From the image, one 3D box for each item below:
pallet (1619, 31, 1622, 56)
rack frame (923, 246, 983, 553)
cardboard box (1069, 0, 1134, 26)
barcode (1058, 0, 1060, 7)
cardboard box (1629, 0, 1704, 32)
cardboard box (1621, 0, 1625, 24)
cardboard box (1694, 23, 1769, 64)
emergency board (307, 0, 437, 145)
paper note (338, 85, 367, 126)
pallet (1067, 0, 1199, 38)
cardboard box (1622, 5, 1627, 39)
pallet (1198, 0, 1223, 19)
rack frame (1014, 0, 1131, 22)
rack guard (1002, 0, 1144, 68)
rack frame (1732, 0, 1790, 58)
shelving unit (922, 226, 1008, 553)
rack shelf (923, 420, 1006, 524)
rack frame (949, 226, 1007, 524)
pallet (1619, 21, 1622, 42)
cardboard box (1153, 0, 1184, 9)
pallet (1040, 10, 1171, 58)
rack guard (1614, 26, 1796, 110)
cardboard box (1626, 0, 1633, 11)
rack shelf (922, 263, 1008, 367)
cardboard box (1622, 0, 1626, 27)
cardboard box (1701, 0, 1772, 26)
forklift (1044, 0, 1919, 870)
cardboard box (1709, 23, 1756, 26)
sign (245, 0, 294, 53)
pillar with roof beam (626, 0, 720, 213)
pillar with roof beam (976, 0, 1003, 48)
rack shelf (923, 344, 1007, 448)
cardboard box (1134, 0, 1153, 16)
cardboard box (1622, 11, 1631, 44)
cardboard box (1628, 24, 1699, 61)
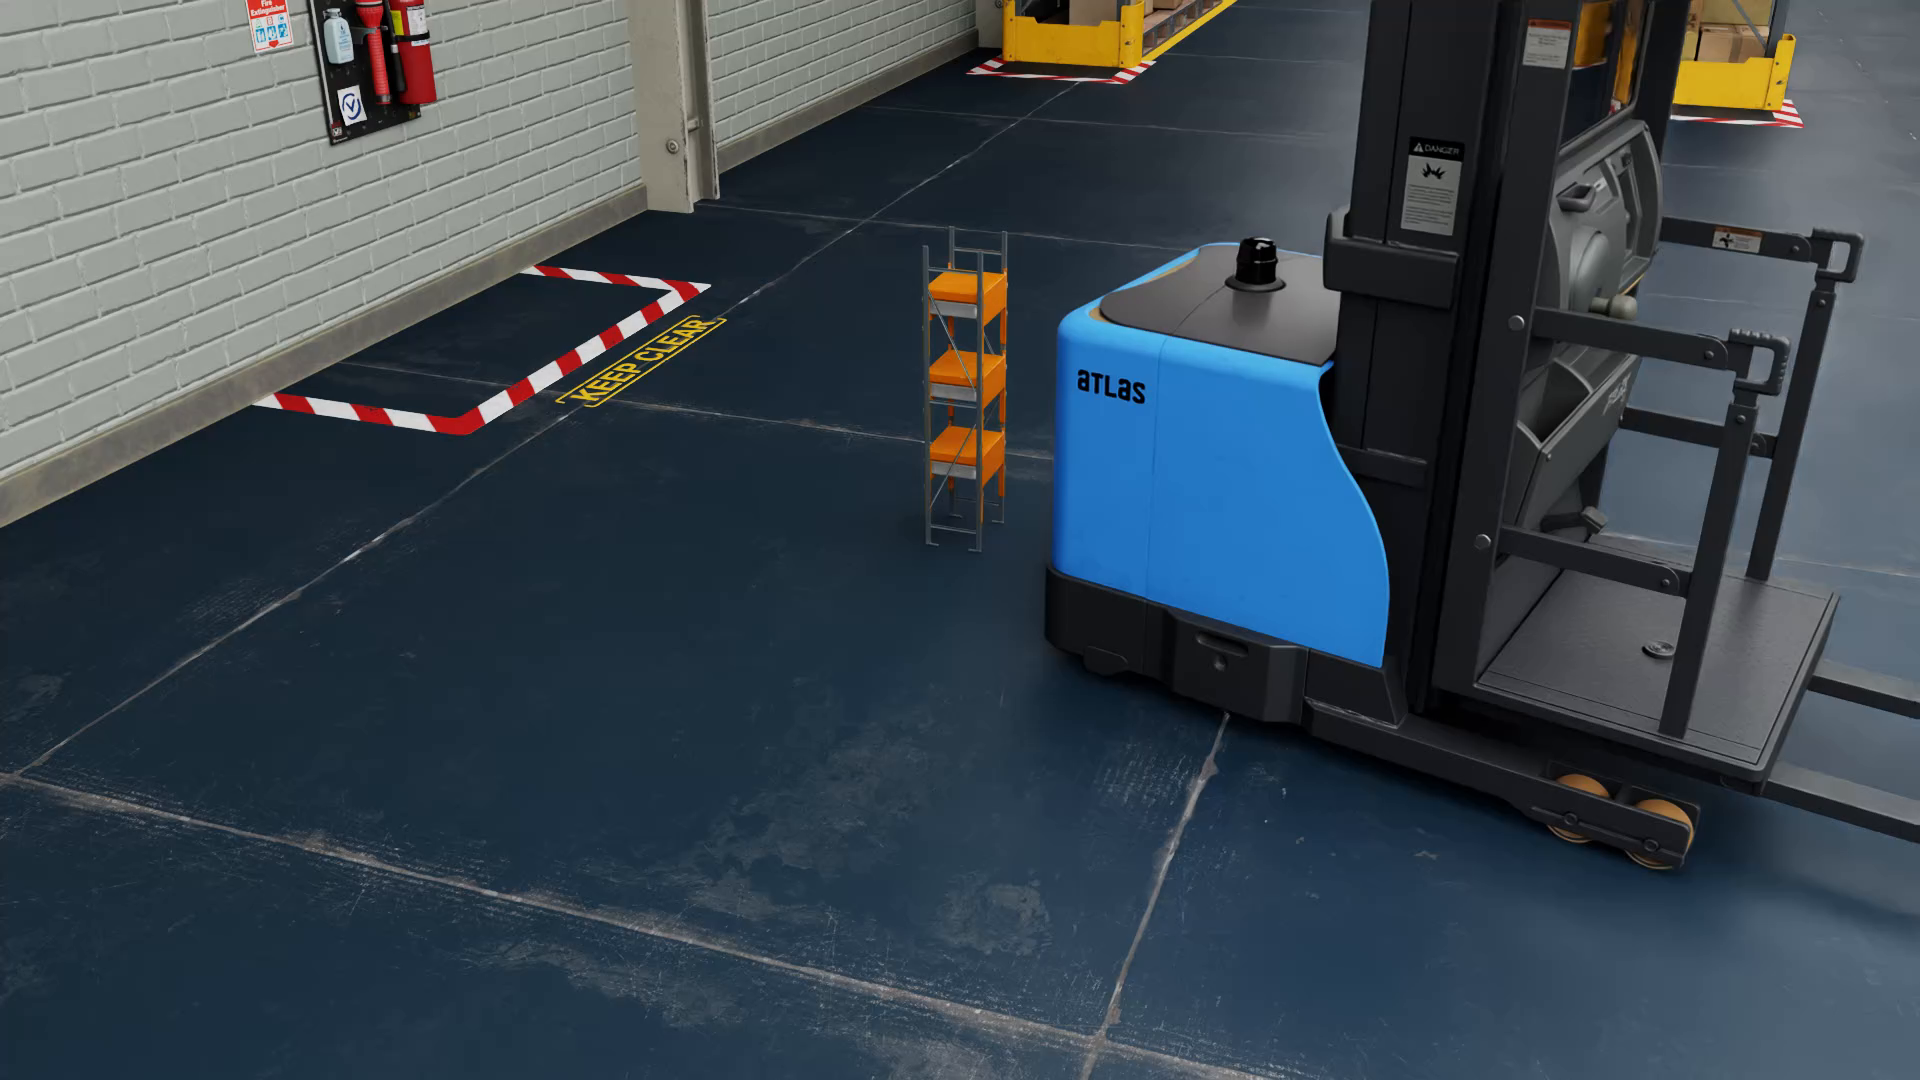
[{"bbox_3d":[6.221,-4.256,14.298,1.003,0.211,1.213,9,27,17],"label":"pallet"},{"bbox_3d":[-0.023,-0.444,5.463,0.200,1.050,0.008,9,27,17],"label":"rack frame"},{"bbox_3d":[1.241,-4.667,14.527,0.500,0.311,0.500,6,26,12],"label":"cardboard box"},{"bbox_3d":[0.870,-4.736,14.661,0.001,0.075,0.075,9,27,17],"label":"barcode"},{"bbox_3d":[5.496,-4.243,12.885,0.500,0.500,0.500,9,27,17],"label":"cardboard box"},{"bbox_3d":[6.147,-4.730,14.751,0.500,0.250,0.500,9,27,17],"label":"cardboard box"},{"bbox_3d":[5.987,-3.831,12.893,0.500,0.250,0.500,9,27,17],"label":"cardboard box"},{"bbox_3d":[-2.512,-2.345,7.152,0.194,1.169,0.643,9,27,17],"label":"emergency board"},{"bbox_3d":[-2.636,-1.886,7.214,0.016,0.148,0.142,9,27,17],"label":"paper note"},{"bbox_3d":[1.663,-5.012,15.860,1.003,0.211,1.213,9,27,17],"label":"pallet"},{"bbox_3d":[5.818,-4.319,13.901,0.500,0.250,0.500,9,27,17],"label":"cardboard box"},{"bbox_3d":[2.067,-5.515,16.899,1.003,0.211,1.213,9,27,17],"label":"pallet"},{"bbox_3d":[0.926,-5.408,13.477,1.000,3.000,0.127,9,27,17],"label":"rack frame"},{"bbox_3d":[0.951,-4.314,14.086,1.175,0.500,0.348,9,27,17],"label":"rack guard"},{"bbox_3d":[5.599,-4.691,11.996,1.000,3.000,0.127,9,27,17],"label":"rack frame"},{"bbox_3d":[0.018,-0.495,5.567,0.215,1.050,0.252,9,27,17],"label":"shelving unit"},{"bbox_3d":[0.018,-0.235,5.692,0.215,0.259,0.240,9,27,17],"label":"rack shelf"},{"bbox_3d":[0.058,-0.545,5.670,0.200,1.050,0.008,9,27,17],"label":"rack frame"},{"bbox_3d":[6.626,-4.759,15.337,1.003,0.211,1.213,9,27,17],"label":"pallet"},{"bbox_3d":[1.722,-5.281,15.578,0.700,0.500,0.500,7,27,14],"label":"cardboard box"},{"bbox_3d":[1.255,-4.513,14.828,1.003,0.211,1.213,9,27,17],"label":"pallet"},{"bbox_3d":[5.591,-3.556,12.521,1.175,0.500,0.348,9,27,17],"label":"rack guard"},{"bbox_3d":[5.815,-4.657,13.738,0.500,0.500,0.500,9,27,17],"label":"cardboard box"},{"bbox_3d":[0.018,-0.740,5.448,0.215,0.259,0.240,9,27,17],"label":"rack shelf"},{"bbox_3d":[5.986,-4.524,14.325,0.500,0.250,0.500,9,27,17],"label":"cardboard box"},{"bbox_3d":[6.151,-4.374,13.154,0.500,0.500,0.500,9,27,17],"label":"cardboard box"},{"bbox_3d":[1.759,-0.776,3.989,3.031,2.935,1.130,17,30,30],"label":"forklift"},{"bbox_3d":[6.150,-4.037,13.318,0.500,0.250,0.500,9,27,17],"label":"cardboard box"},{"bbox_3d":[-2.793,-2.149,6.705,0.001,0.329,0.234,9,27,17],"label":"sign"},{"bbox_3d":[2.406,-5.431,6.641,9.100,9.000,0.400,9,27,17],"label":"pillar with roof beam"},{"bbox_3d":[4.403,-7.897,11.733,9.100,9.000,0.400,9,27,17],"label":"pillar with roof beam"},{"bbox_3d":[0.018,-0.485,5.571,0.215,0.259,0.240,9,27,17],"label":"rack shelf"},{"bbox_3d":[1.431,-4.901,15.011,0.500,0.311,0.500,11,28,22],"label":"cardboard box"},{"bbox_3d":[5.654,-4.113,13.476,0.500,0.250,0.500,9,27,17],"label":"cardboard box"},{"bbox_3d":[5.498,-3.906,13.048,0.500,0.250,0.500,9,27,17],"label":"cardboard box"}]
